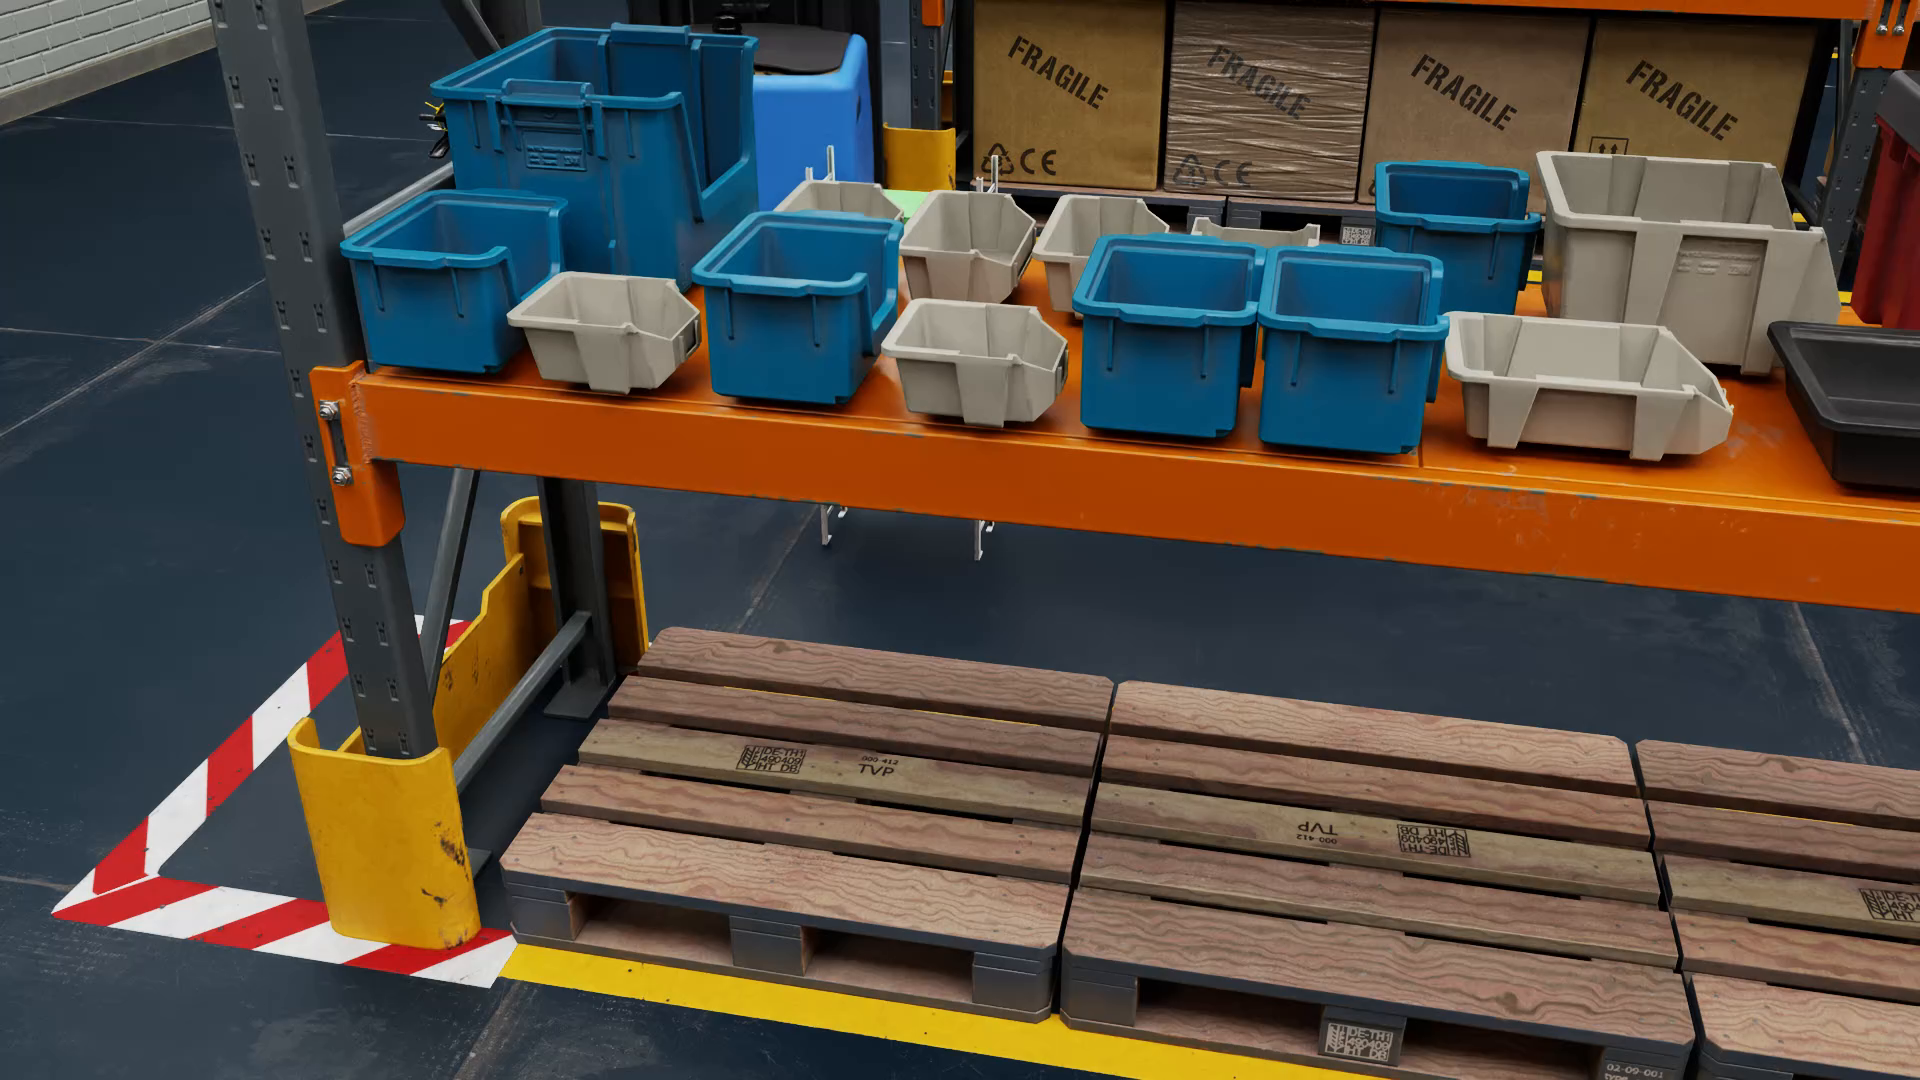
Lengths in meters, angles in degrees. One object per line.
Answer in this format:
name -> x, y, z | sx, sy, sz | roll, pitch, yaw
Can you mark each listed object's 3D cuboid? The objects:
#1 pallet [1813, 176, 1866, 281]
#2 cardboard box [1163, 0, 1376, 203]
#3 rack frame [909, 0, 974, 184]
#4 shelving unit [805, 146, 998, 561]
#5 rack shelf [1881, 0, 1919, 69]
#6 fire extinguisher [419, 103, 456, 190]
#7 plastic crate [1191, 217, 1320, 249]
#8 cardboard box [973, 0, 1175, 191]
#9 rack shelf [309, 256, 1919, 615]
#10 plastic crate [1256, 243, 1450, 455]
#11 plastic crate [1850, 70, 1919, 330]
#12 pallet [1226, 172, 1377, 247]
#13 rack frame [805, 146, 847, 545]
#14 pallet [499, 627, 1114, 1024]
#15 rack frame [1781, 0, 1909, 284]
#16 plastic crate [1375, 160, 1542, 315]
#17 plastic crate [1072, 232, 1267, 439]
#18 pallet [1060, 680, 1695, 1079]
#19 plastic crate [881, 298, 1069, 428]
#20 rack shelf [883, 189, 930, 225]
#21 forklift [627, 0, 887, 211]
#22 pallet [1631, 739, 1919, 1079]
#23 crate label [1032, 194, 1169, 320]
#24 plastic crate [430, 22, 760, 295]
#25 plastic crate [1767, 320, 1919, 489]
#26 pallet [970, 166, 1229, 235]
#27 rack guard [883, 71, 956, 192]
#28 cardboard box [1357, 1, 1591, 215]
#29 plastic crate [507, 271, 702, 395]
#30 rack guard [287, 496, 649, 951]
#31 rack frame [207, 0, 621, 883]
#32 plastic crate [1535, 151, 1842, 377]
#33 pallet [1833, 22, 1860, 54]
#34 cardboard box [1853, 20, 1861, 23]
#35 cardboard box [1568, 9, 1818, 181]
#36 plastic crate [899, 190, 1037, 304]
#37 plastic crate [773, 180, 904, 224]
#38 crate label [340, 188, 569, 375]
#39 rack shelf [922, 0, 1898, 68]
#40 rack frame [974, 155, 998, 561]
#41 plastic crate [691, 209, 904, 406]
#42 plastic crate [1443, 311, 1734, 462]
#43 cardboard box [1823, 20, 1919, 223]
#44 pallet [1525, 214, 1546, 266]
pallet -> 4.619, -1.371, 7.535 | 1.213, 0.211, 1.003 | 6, 29, 11
cardboard box -> 1.469, -2.172, 7.869 | 0.875, 0.875, 0.875 | 6, 29, 11
rack frame -> -0.063, -3.038, 7.675 | 0.127, 3.000, 1.000 | 6, 29, 11
shelving unit -> -0.162, -0.543, 4.992 | 0.503, 1.200, 0.258 | 6, 29, 11
rack shelf -> 5.804, -2.120, 6.748 | 4.000, 0.370, 1.077 | 6, 29, 11
fire extinguisher -> -1.150, -0.743, 3.952 | 0.183, 0.674, 0.296 | 6, 29, 11
plastic crate -> 0.589, -0.552, 3.347 | 0.250, 0.136, 0.298 | 6, 29, 11
cardboard box -> 0.579, -2.263, 8.035 | 0.875, 0.875, 0.875 | 6, 29, 11
rack shelf -> 0.858, -0.195, 3.232 | 4.000, 0.370, 1.077 | 6, 29, 11
plastic crate -> 0.656, -0.323, 2.828 | 0.300, 0.233, 0.416 | 6, 29, 11
plastic crate -> 1.993, -0.572, 3.042 | 0.583, 0.464, 0.402 | 6, 29, 11
pallet -> 1.924, -1.648, 8.040 | 1.213, 0.211, 1.003 | 6, 29, 11
rack frame -> -0.401, -0.567, 5.037 | 0.015, 1.200, 0.240 | 6, 29, 11
pallet -> -0.299, 0.613, 3.911 | 1.213, 0.211, 1.003 | 6, 29, 11
rack frame -> 3.848, -2.636, 6.942 | 0.127, 3.000, 1.000 | 6, 29, 11
plastic crate -> 0.964, -0.579, 3.296 | 0.300, 0.233, 0.416 | 6, 29, 11
plastic crate -> 0.363, -0.353, 2.883 | 0.300, 0.233, 0.416 | 6, 29, 11
pallet -> 0.890, 0.736, 3.686 | 1.213, 0.211, 1.003 | 6, 29, 11
plastic crate -> 0.035, -0.304, 2.893 | 0.298, 0.136, 0.250 | 6, 29, 11
rack shelf -> -0.162, -0.908, 4.792 | 0.480, 0.148, 0.258 | 6, 29, 11
forklift -> -0.884, -2.757, 7.235 | 1.130, 2.935, 3.031 | 0, 29, 1
pallet -> 2.087, 0.857, 3.464 | 1.213, 0.211, 1.003 | 6, 29, 11
crate label -> 0.295, -0.573, 3.385 | 0.243, 0.136, 0.396 | 6, 29, 11
plastic crate -> -0.731, -0.807, 3.502 | 0.499, 0.435, 0.616 | 6, 29, 11
plastic crate -> 1.663, -0.202, 2.720 | 0.590, 0.125, 0.437 | 6, 29, 11
pallet -> 0.735, -1.771, 8.265 | 1.213, 0.211, 1.003 | 6, 29, 11
rack guard -> -0.087, -1.944, 8.279 | 0.348, 0.500, 1.175 | 6, 29, 11
cardboard box -> 2.339, -2.083, 7.706 | 0.875, 0.875, 0.875 | 6, 29, 11
plastic crate -> -0.629, -0.372, 3.018 | 0.298, 0.136, 0.250 | 6, 29, 11
rack guard -> -1.124, 0.389, 4.020 | 0.348, 0.500, 1.175 | 6, 29, 11
rack frame -> -1.098, -0.711, 3.426 | 0.127, 3.000, 1.000 | 6, 29, 11
plastic crate -> 1.359, -0.524, 3.145 | 0.530, 0.282, 0.437 | 6, 29, 11
pallet -> 5.745, -3.655, 11.707 | 1.213, 0.211, 1.003 | 6, 29, 11
cardboard box -> 6.168, -3.792, 11.219 | 0.500, 0.500, 0.500 | 7, 30, 13
cardboard box -> 3.220, -1.992, 7.541 | 0.875, 0.875, 0.875 | 6, 29, 11
plastic crate -> 0.018, -0.590, 3.415 | 0.243, 0.136, 0.396 | 6, 29, 11
plastic crate -> -0.262, -0.625, 3.481 | 0.243, 0.136, 0.396 | 6, 29, 11
crate label -> -0.925, -0.485, 3.124 | 0.303, 0.233, 0.416 | 6, 29, 11
rack shelf -> 1.892, -2.521, 7.481 | 4.000, 0.370, 1.077 | 6, 29, 11
rack frame -> 0.077, -0.518, 4.948 | 0.015, 1.200, 0.240 | 6, 29, 11
plastic crate -> -0.281, -0.419, 3.004 | 0.300, 0.233, 0.416 | 6, 29, 11
plastic crate -> 1.048, -0.254, 2.803 | 0.466, 0.136, 0.293 | 6, 29, 11
cardboard box -> 4.478, -1.834, 7.251 | 0.875, 0.875, 1.225 | 6, 29, 11
pallet -> 3.121, -1.526, 7.818 | 1.213, 0.211, 1.003 | 6, 29, 11
